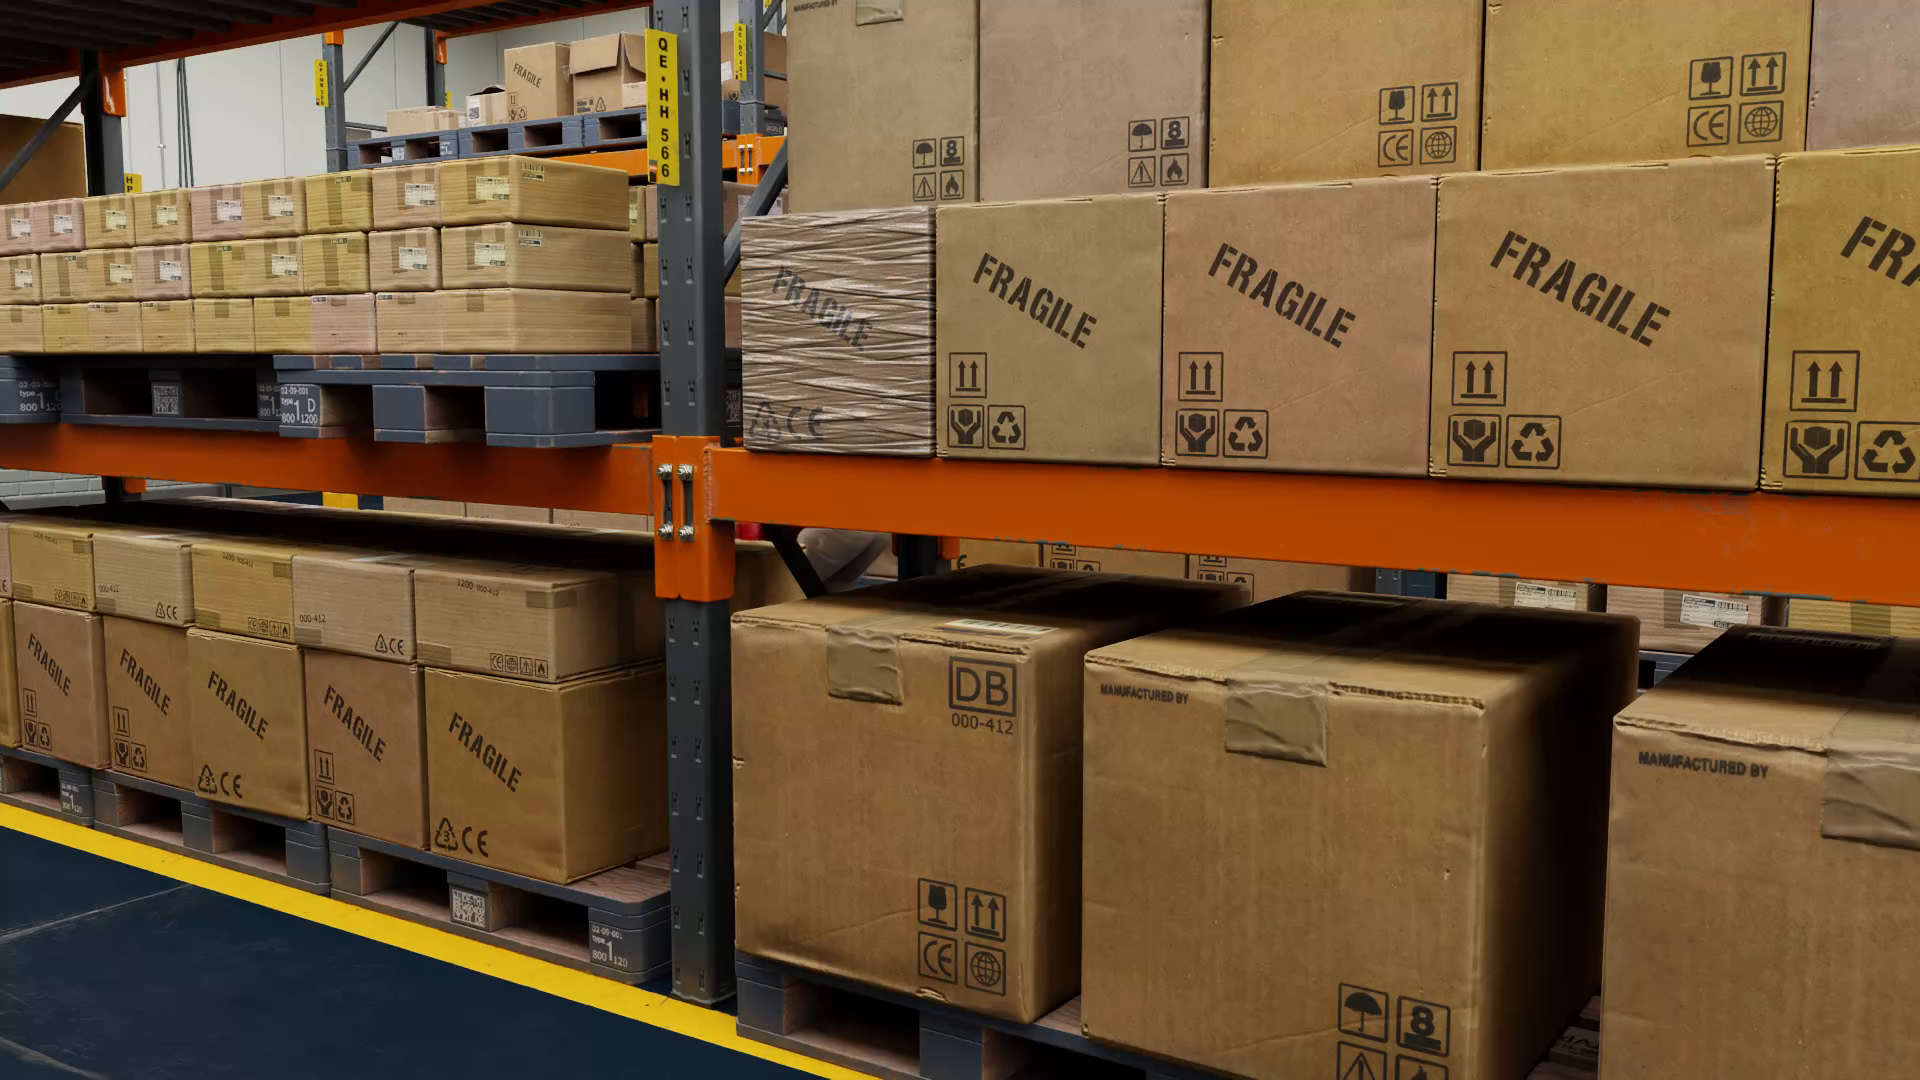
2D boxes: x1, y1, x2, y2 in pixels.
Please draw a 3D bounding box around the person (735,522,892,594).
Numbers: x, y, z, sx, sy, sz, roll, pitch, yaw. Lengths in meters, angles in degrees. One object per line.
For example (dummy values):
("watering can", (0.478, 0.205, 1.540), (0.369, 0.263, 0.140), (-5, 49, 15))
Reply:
("person", (-0.758, 0.161, 7.845), (0.958, 0.976, 0.530), (4, 7, 31))
